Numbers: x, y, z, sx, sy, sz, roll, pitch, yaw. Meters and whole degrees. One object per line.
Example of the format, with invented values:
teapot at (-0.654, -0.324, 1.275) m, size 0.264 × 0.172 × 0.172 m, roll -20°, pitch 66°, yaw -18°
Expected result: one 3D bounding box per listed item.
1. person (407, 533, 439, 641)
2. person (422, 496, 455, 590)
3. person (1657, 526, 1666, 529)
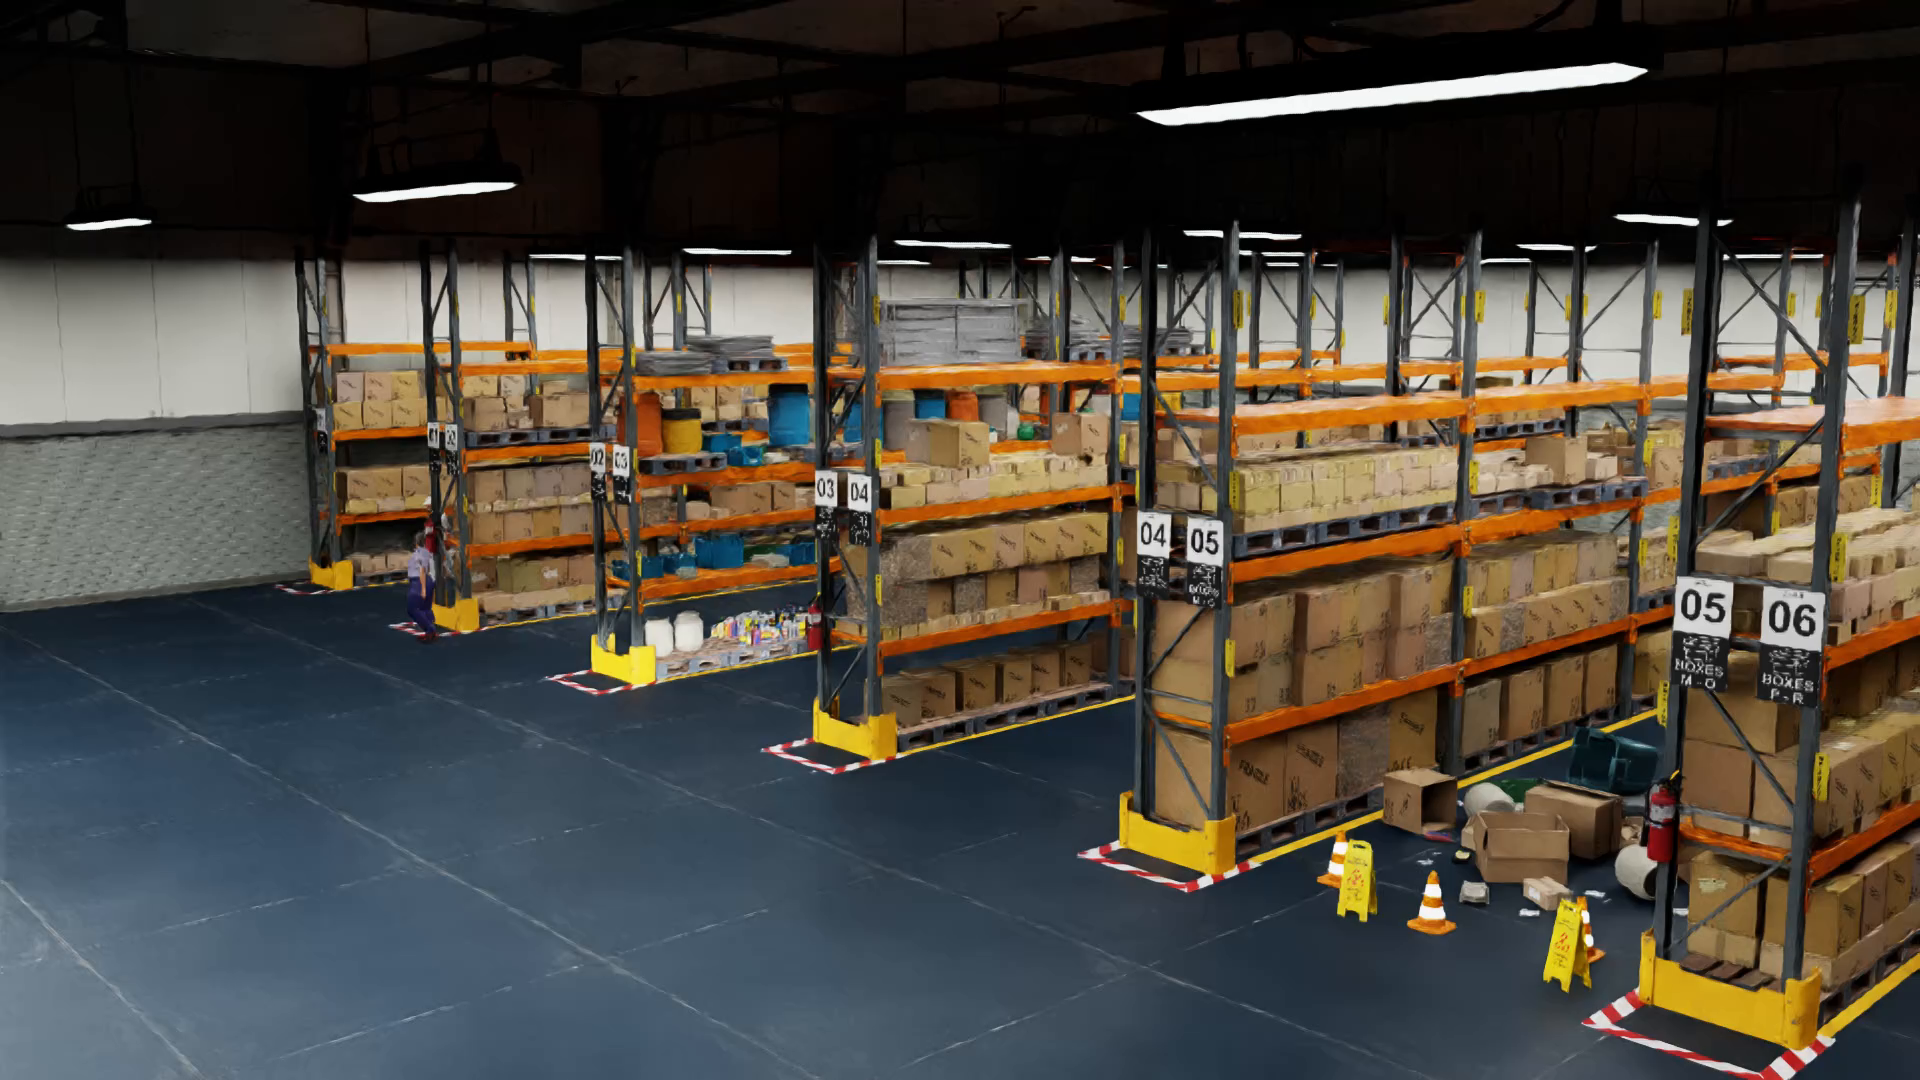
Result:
person at (-8.041, 0.714, 24.921) m, size 0.470 × 1.633 × 0.623 m, roll 0°, pitch 8°, yaw 1°
person at (-9.082, 0.086, 28.790) m, size 1.105 × 1.707 × 0.553 m, roll -7°, pitch 11°, yaw -41°
person at (10.683, 0.624, 25.313) m, size 0.578 × 1.714 × 0.719 m, roll -8°, pitch 12°, yaw -43°
